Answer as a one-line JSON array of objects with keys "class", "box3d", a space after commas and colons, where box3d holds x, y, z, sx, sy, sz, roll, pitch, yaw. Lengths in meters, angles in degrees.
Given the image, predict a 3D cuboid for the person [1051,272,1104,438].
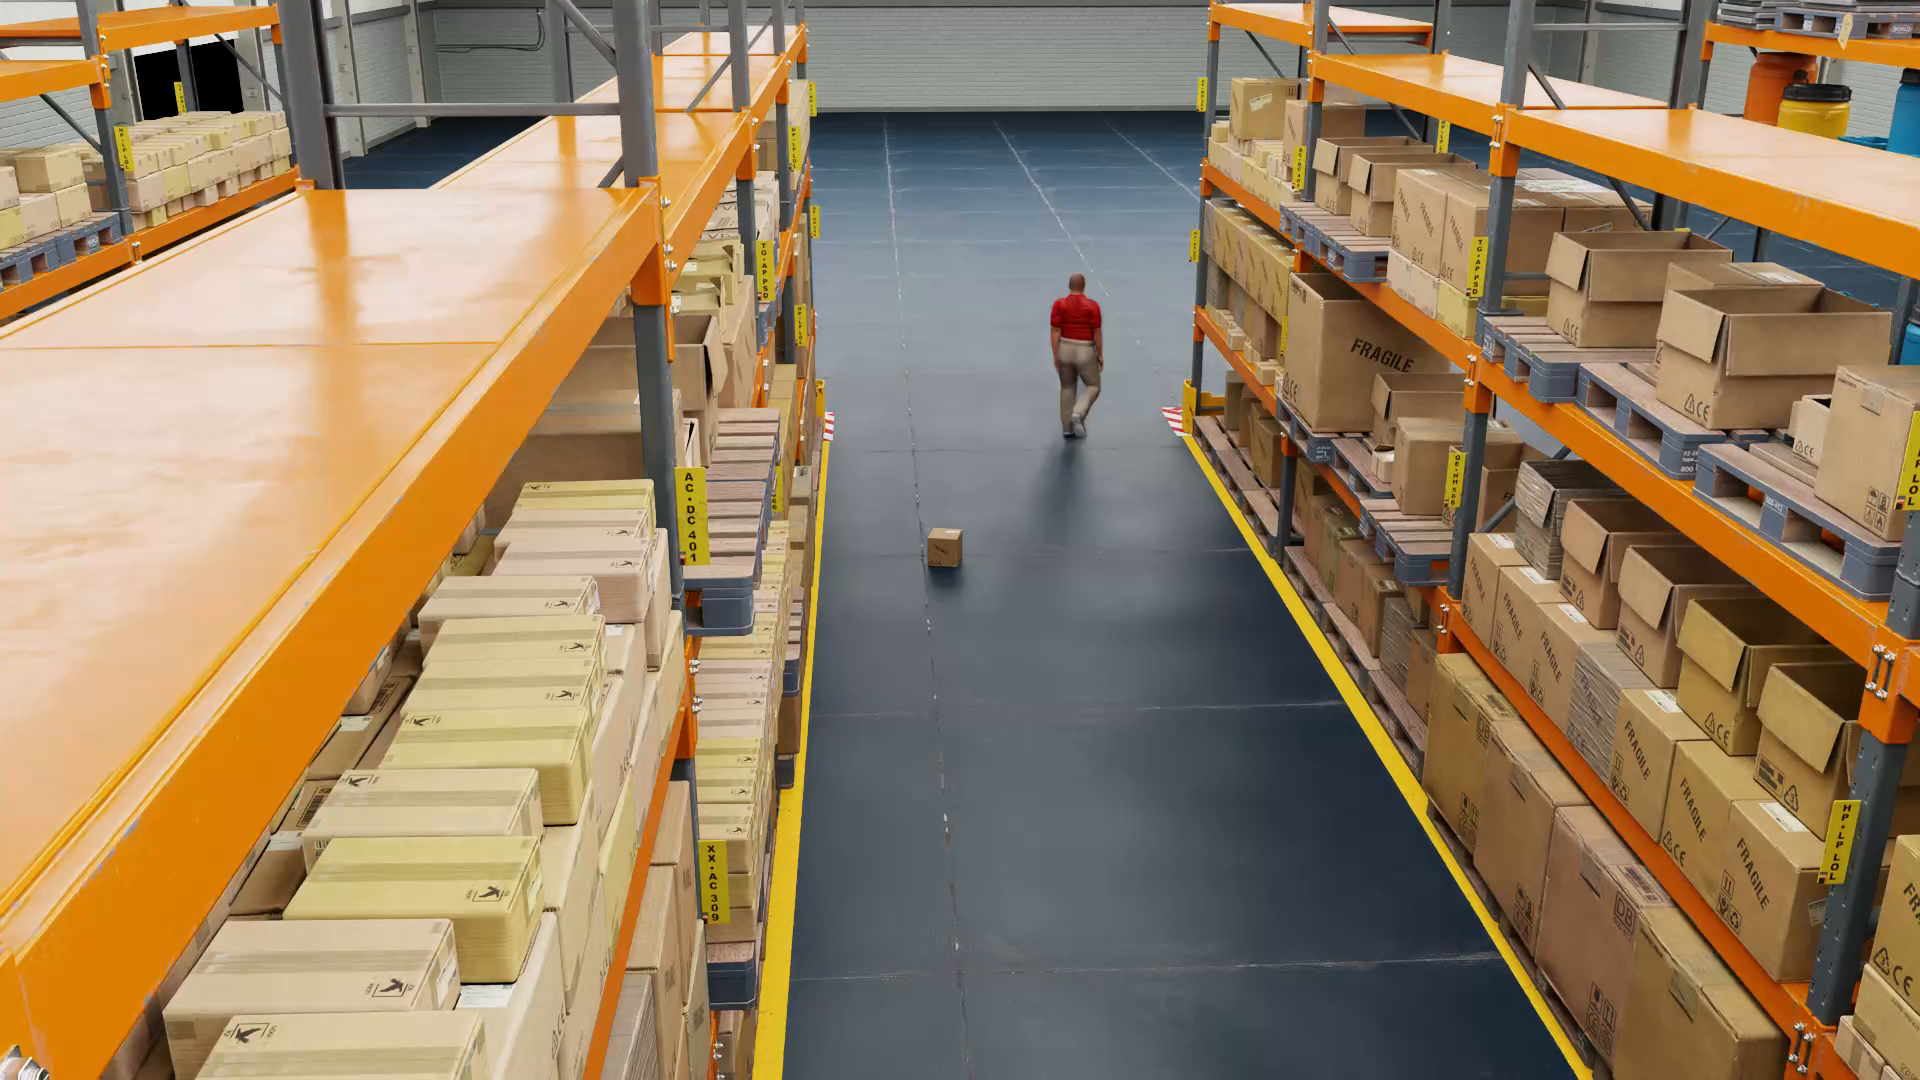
[{"class": "person", "box3d": [1.196, -1.882, 17.007, 0.552, 1.712, 0.605, 7, 21, 17]}]
